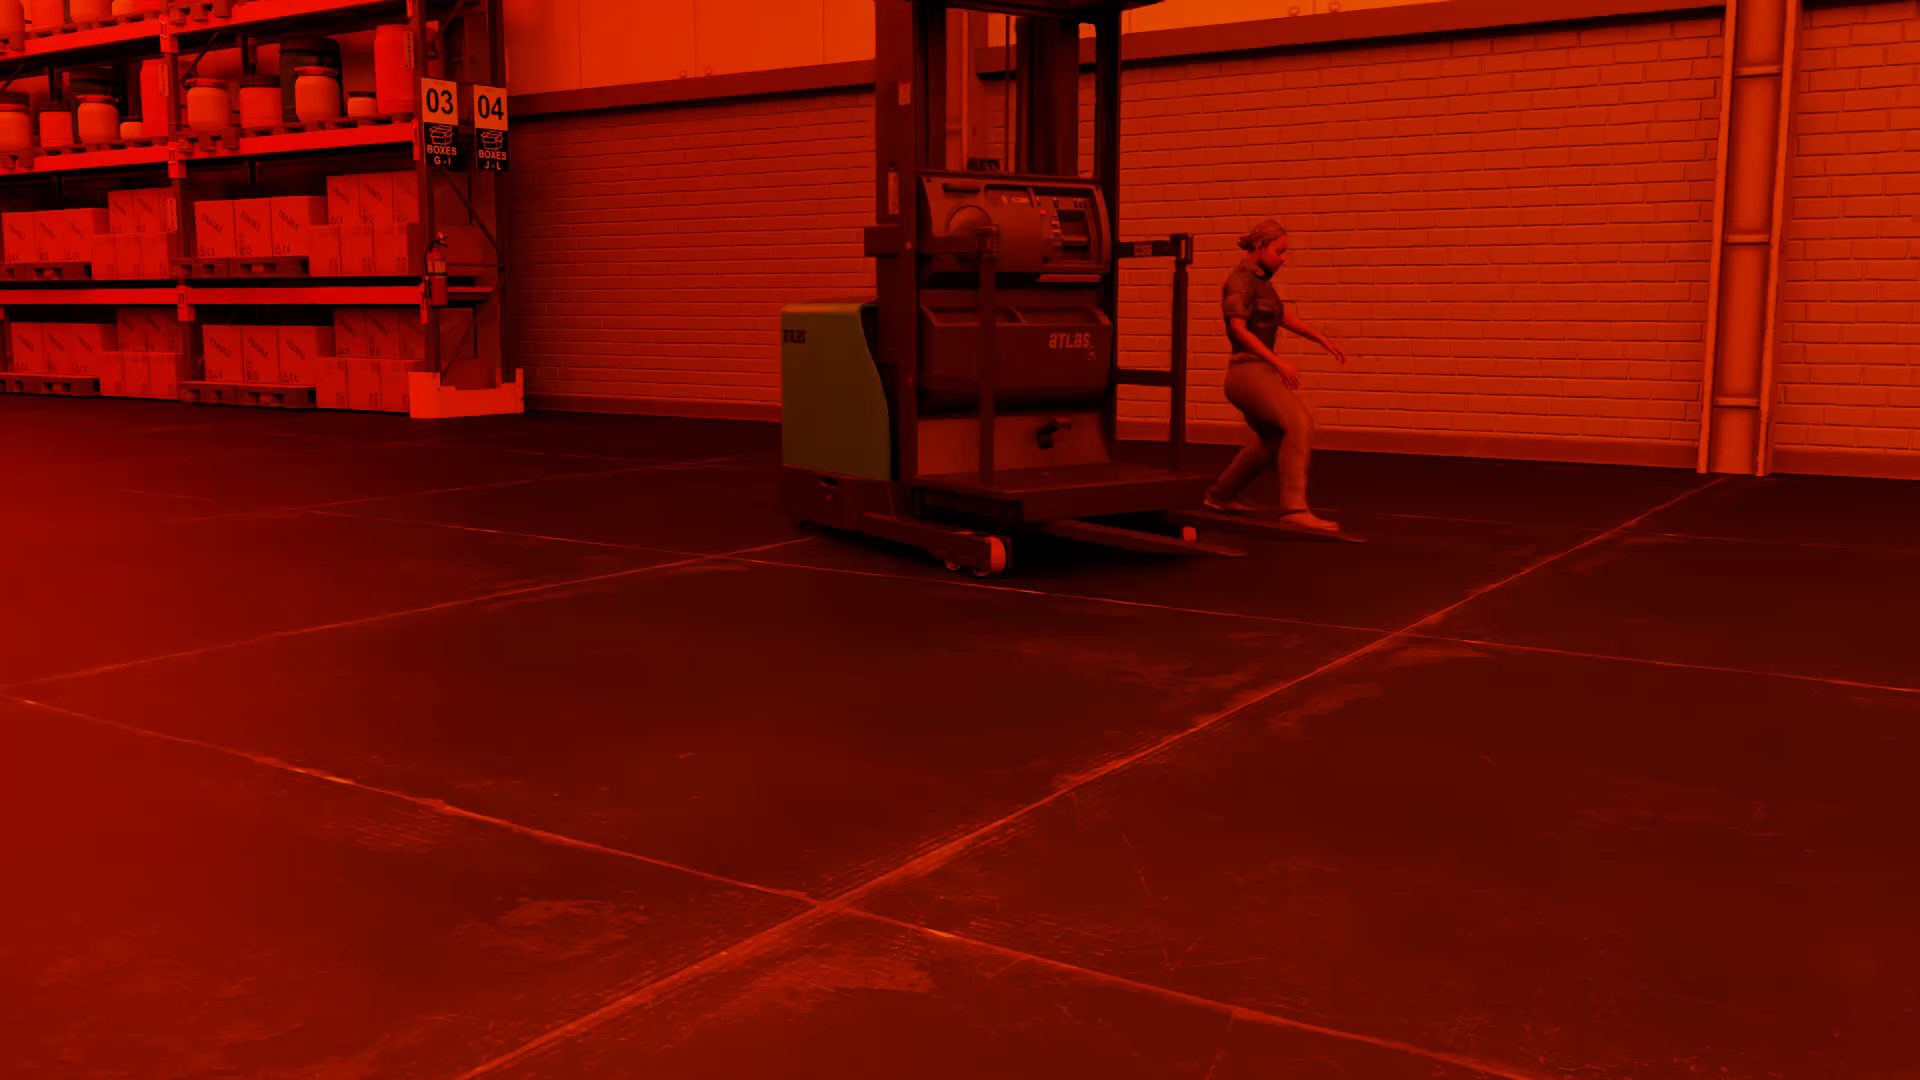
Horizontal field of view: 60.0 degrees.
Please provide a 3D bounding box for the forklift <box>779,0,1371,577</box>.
[{"bbox_3d":[0.367,-1.379,6.890,1.130,2.935,3.031,-5,10,-33],"label":"forklift"}]

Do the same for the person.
[{"bbox_3d":[1.536,-0.801,8.160,0.887,1.516,0.961,4,9,25],"label":"person"}]
